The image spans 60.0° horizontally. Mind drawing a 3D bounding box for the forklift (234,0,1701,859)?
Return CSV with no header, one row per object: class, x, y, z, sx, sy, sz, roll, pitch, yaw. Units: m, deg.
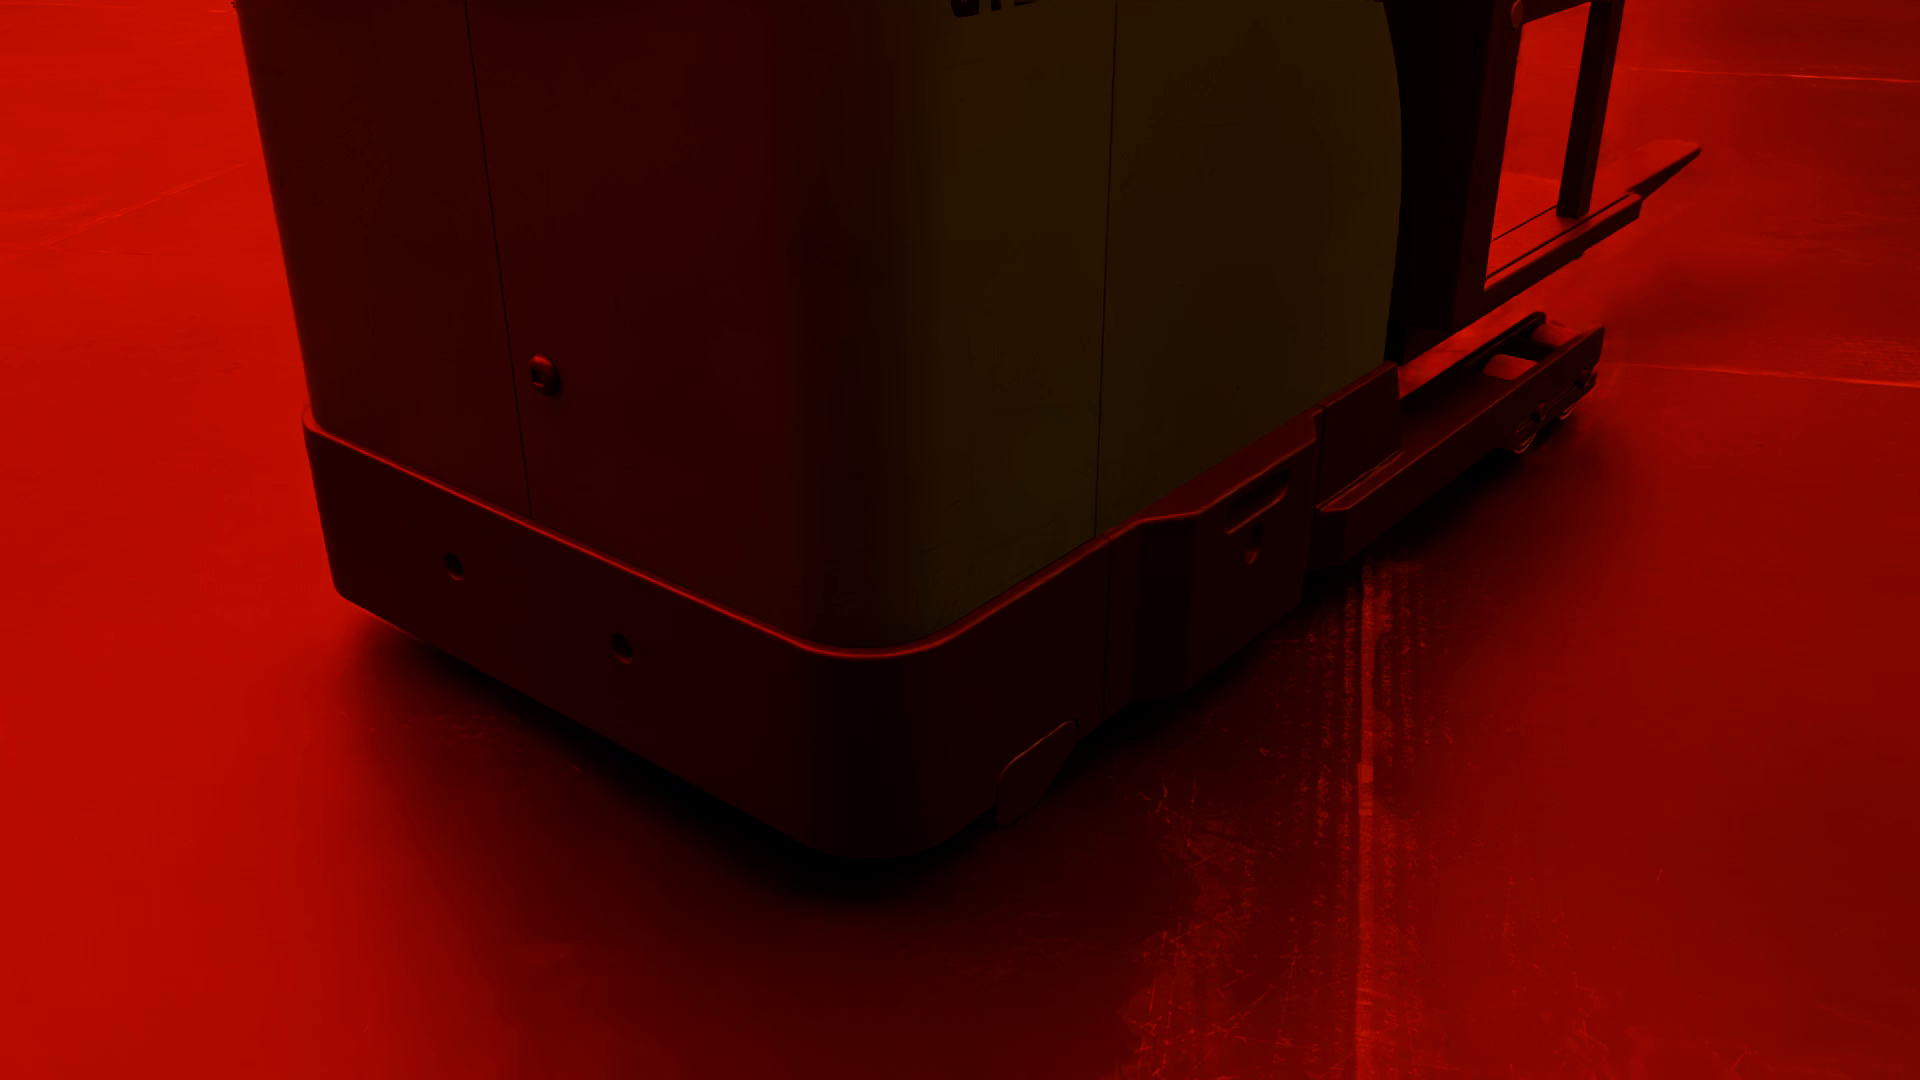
forklift,0.472,-1.577,2.372,1.130,2.935,3.031,20,33,34
